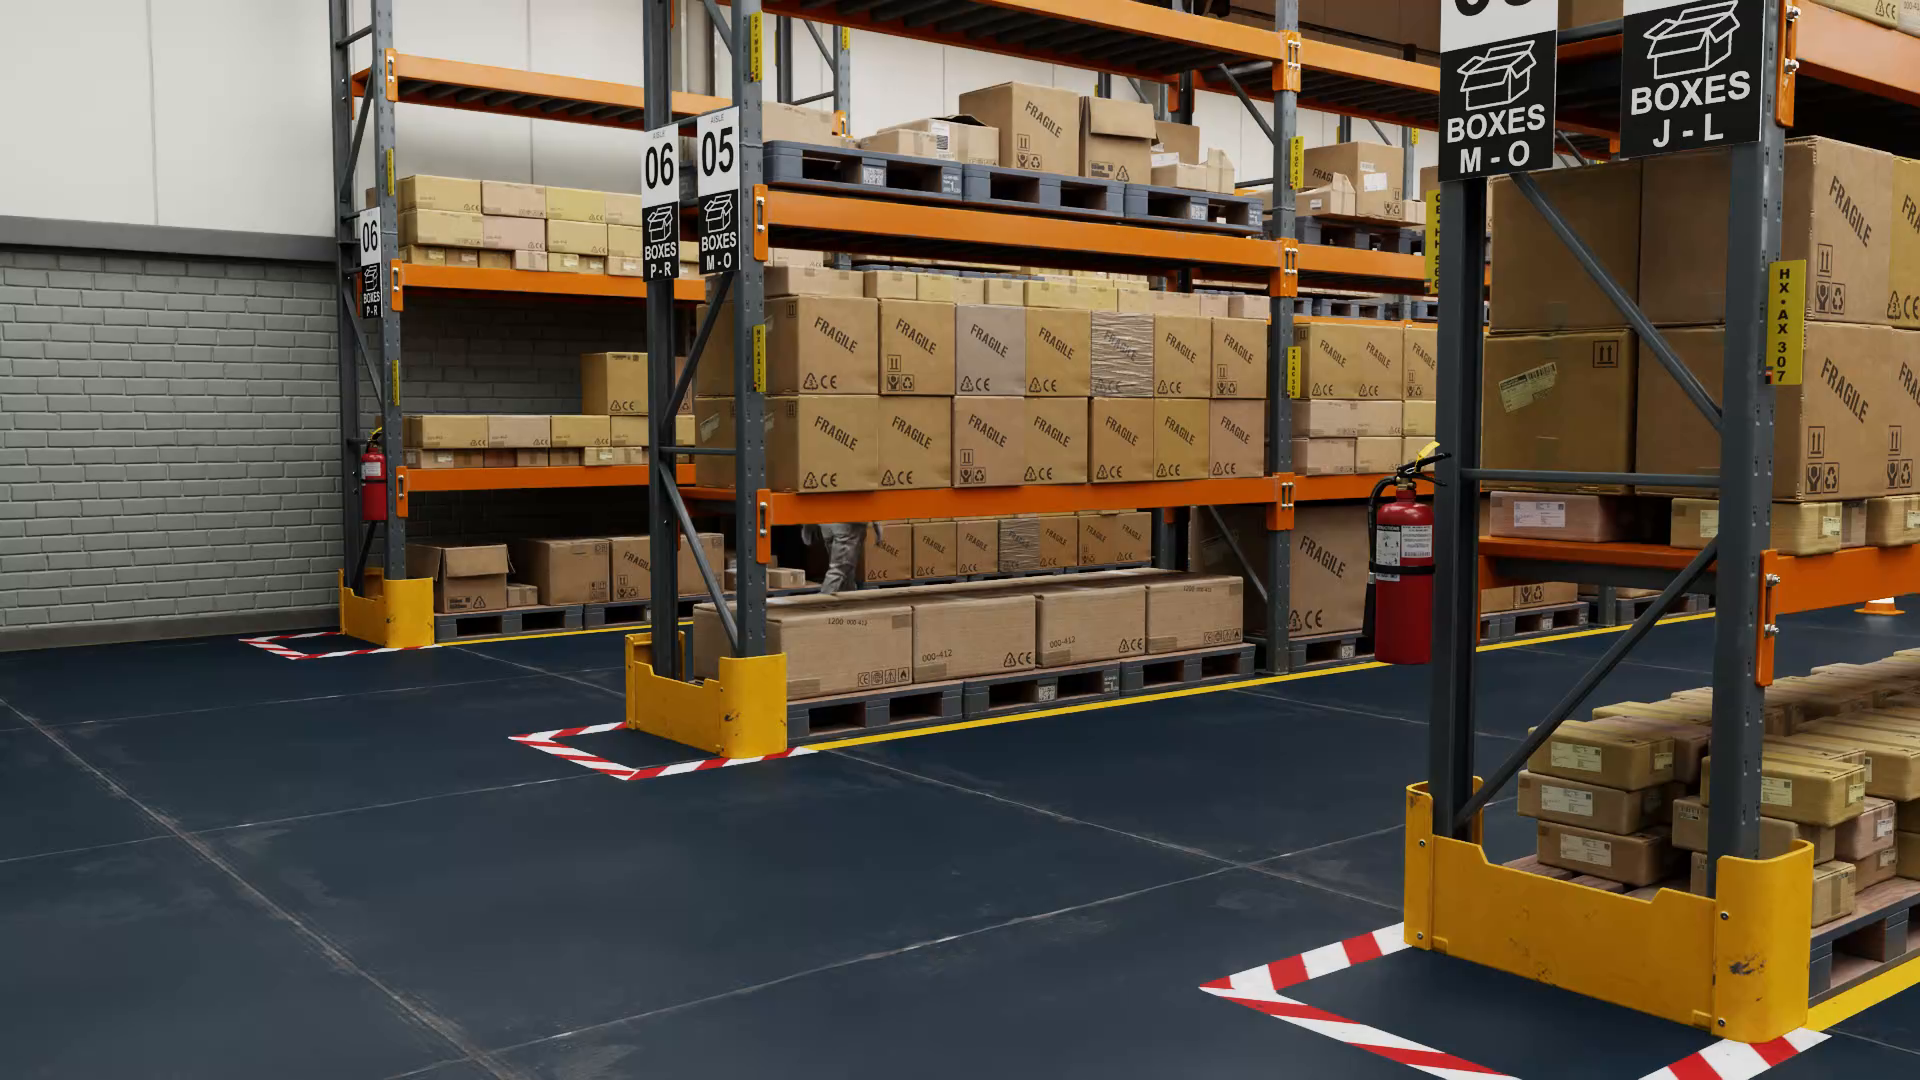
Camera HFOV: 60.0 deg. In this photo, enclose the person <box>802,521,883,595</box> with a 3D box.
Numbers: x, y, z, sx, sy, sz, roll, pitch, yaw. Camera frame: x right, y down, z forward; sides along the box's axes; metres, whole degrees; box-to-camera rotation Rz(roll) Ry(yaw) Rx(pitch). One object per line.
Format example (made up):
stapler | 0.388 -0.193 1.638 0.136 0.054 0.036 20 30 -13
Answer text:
person | -0.814 -0.130 12.405 0.567 1.736 0.915 3 5 35
